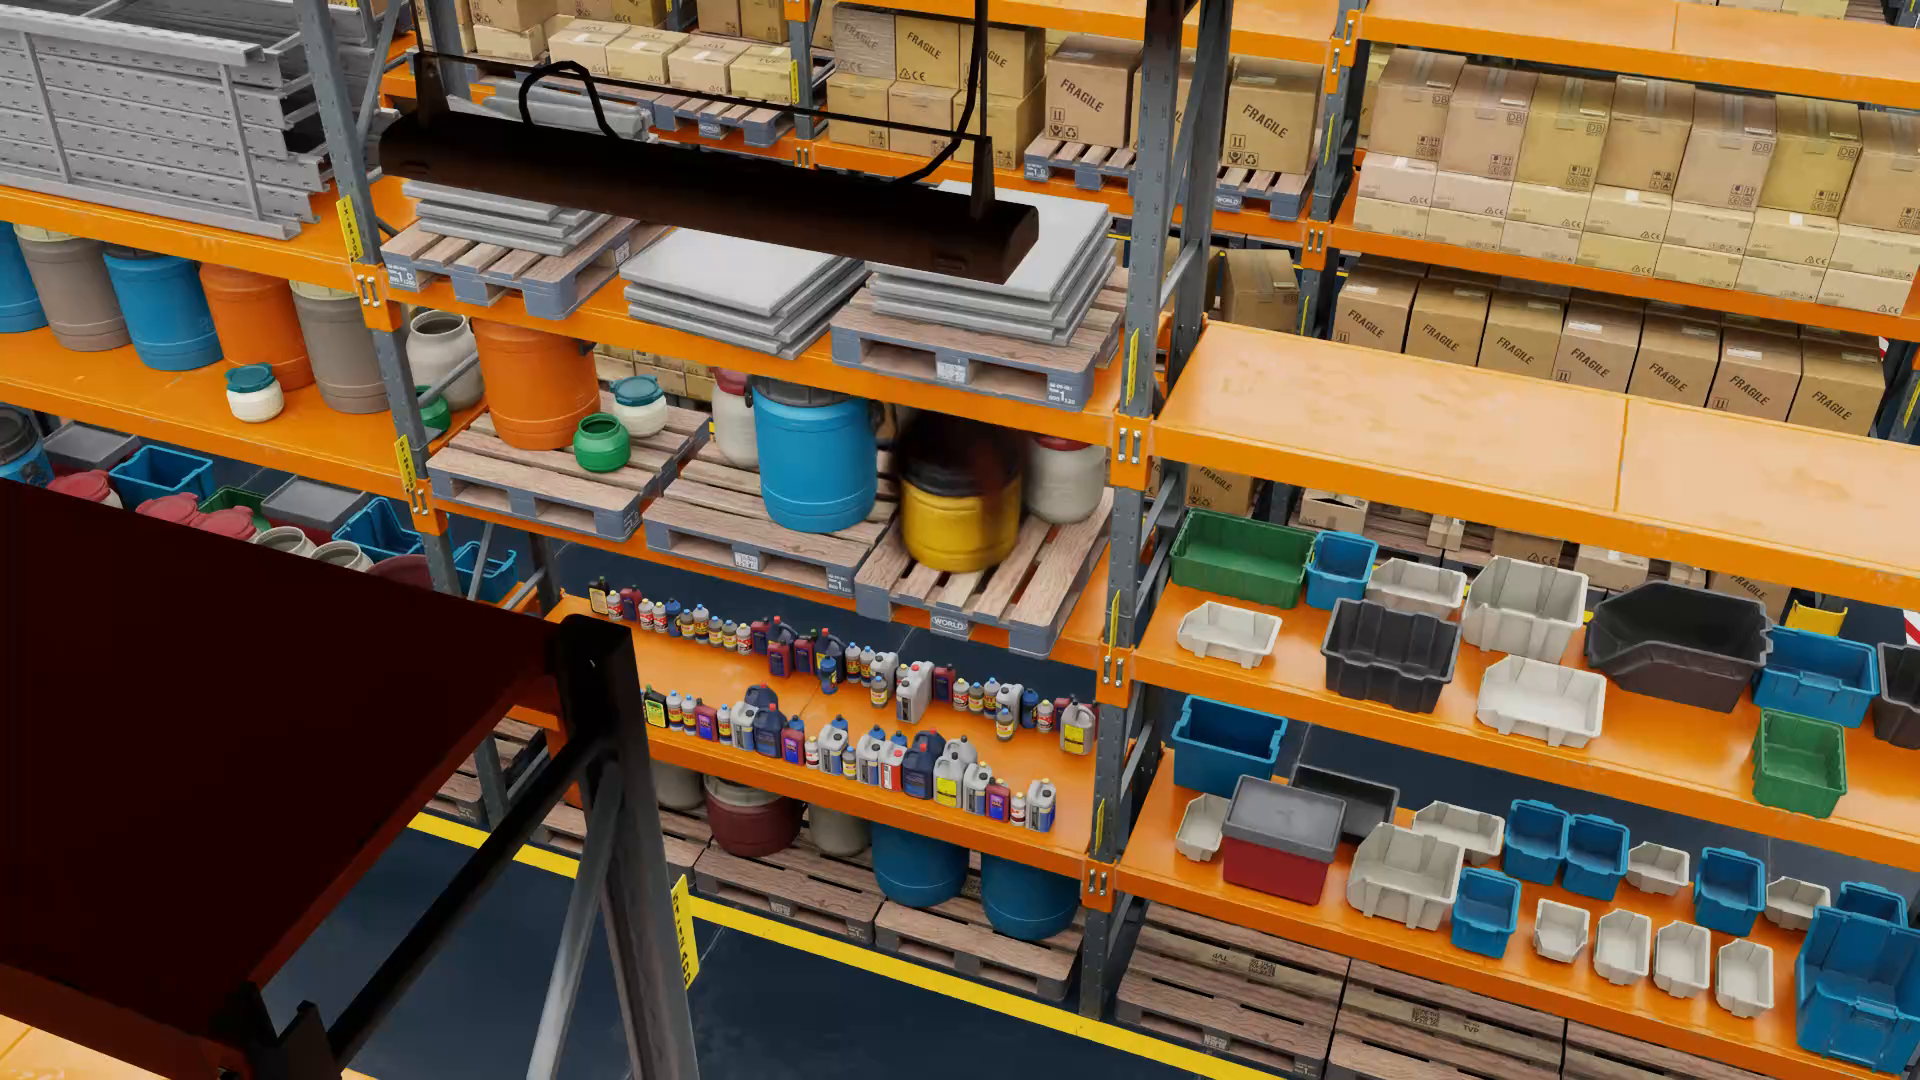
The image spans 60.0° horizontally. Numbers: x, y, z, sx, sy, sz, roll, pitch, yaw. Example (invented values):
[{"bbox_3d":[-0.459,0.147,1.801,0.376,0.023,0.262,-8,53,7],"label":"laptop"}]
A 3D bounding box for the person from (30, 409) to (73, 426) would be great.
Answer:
[{"bbox_3d":[-7.322,-1.012,13.352,0.460,1.688,0.411,16,39,20],"label":"person"}]
